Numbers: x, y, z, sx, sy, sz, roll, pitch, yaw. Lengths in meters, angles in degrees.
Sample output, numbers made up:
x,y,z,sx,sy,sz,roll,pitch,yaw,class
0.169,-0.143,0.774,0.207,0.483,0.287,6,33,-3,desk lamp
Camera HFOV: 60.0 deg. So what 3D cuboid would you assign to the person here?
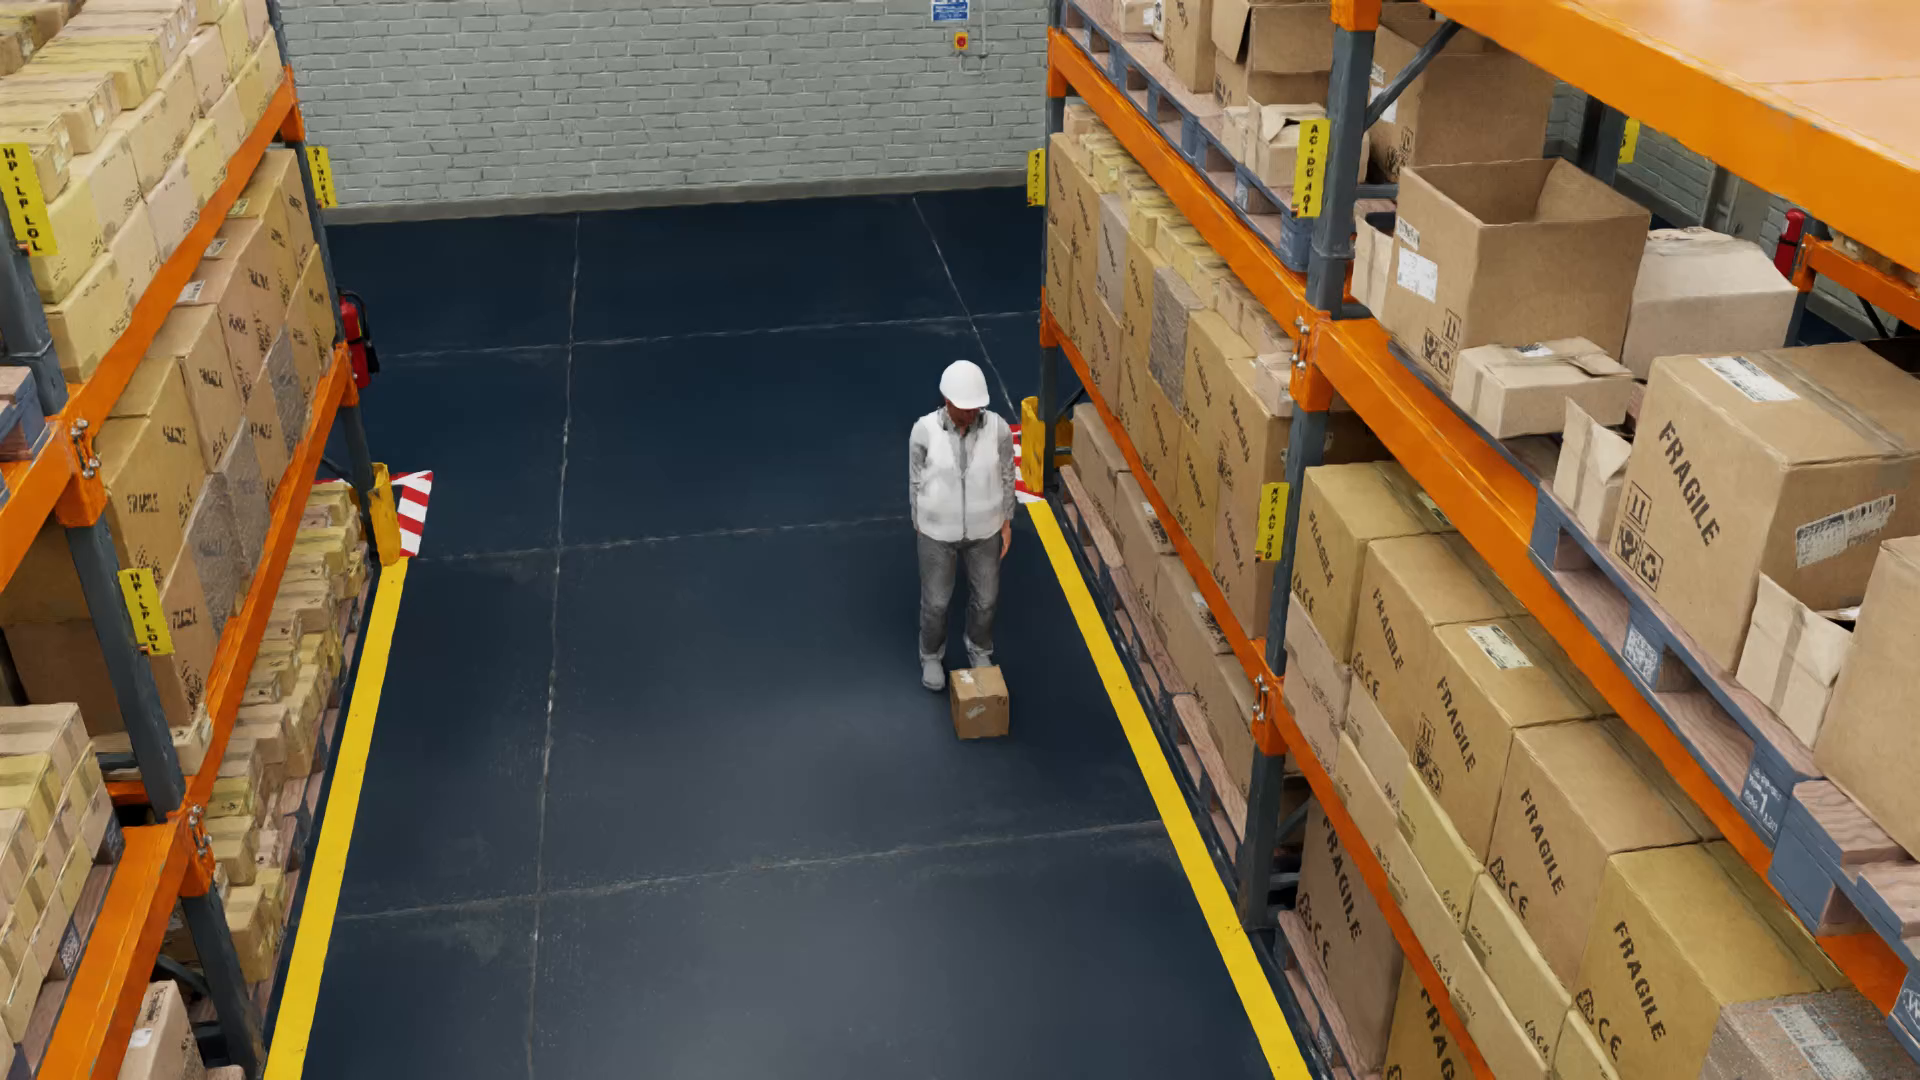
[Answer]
x,y,z,sx,sy,sz,roll,pitch,yaw,class
0.016,-0.074,8.247,0.533,1.765,0.358,-5,31,-8,person
